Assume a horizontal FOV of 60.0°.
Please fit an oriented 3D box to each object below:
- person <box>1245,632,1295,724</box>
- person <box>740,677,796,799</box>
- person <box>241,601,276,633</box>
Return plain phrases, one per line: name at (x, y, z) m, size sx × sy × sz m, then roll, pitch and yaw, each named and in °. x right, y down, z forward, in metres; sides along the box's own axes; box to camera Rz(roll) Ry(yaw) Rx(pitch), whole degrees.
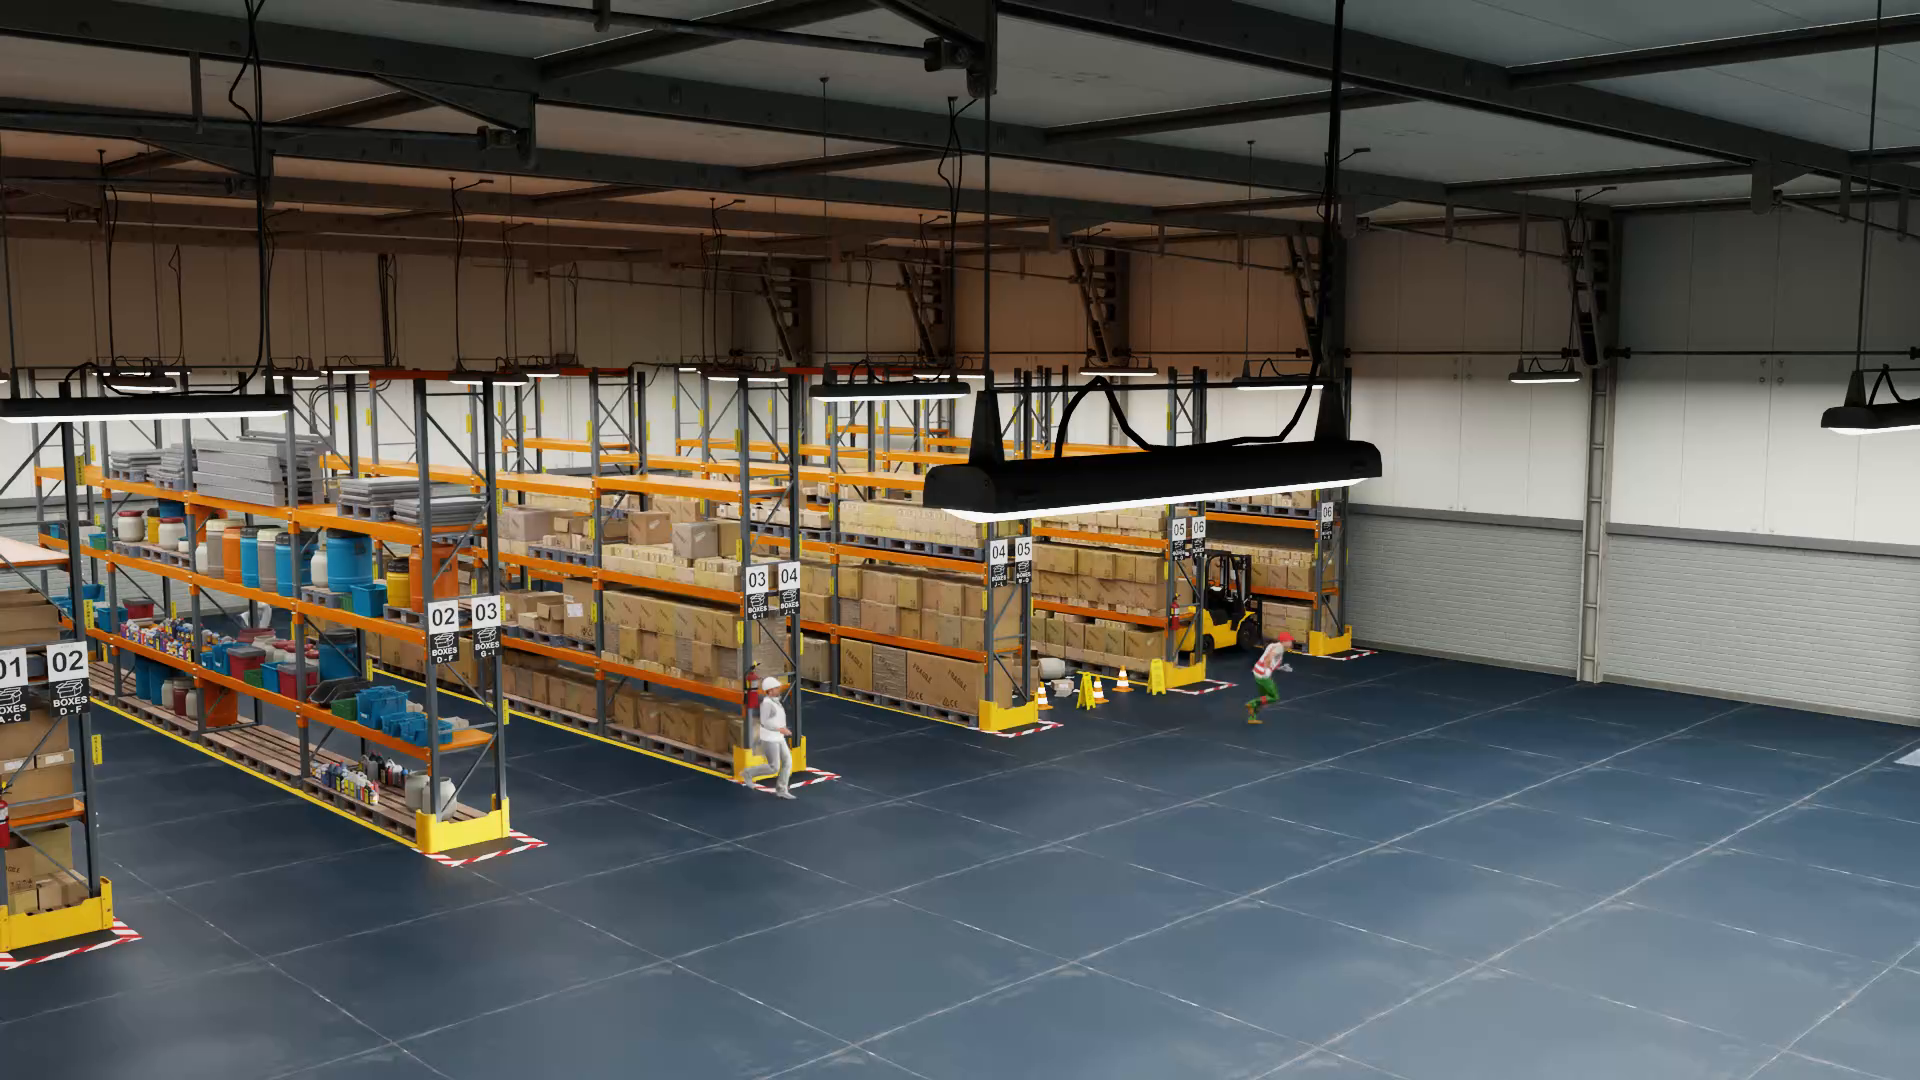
person at (5.277, 2.360, 28.287) m, size 0.829 × 1.591 × 0.693 m, roll 0°, pitch 6°, yaw -3°
person at (-2.721, 2.821, 23.634) m, size 0.799 × 1.770 × 0.670 m, roll 1°, pitch 6°, yaw 7°
person at (-15.835, 1.257, 37.436) m, size 0.719 × 1.744 × 0.712 m, roll -2°, pitch 7°, yaw -18°
